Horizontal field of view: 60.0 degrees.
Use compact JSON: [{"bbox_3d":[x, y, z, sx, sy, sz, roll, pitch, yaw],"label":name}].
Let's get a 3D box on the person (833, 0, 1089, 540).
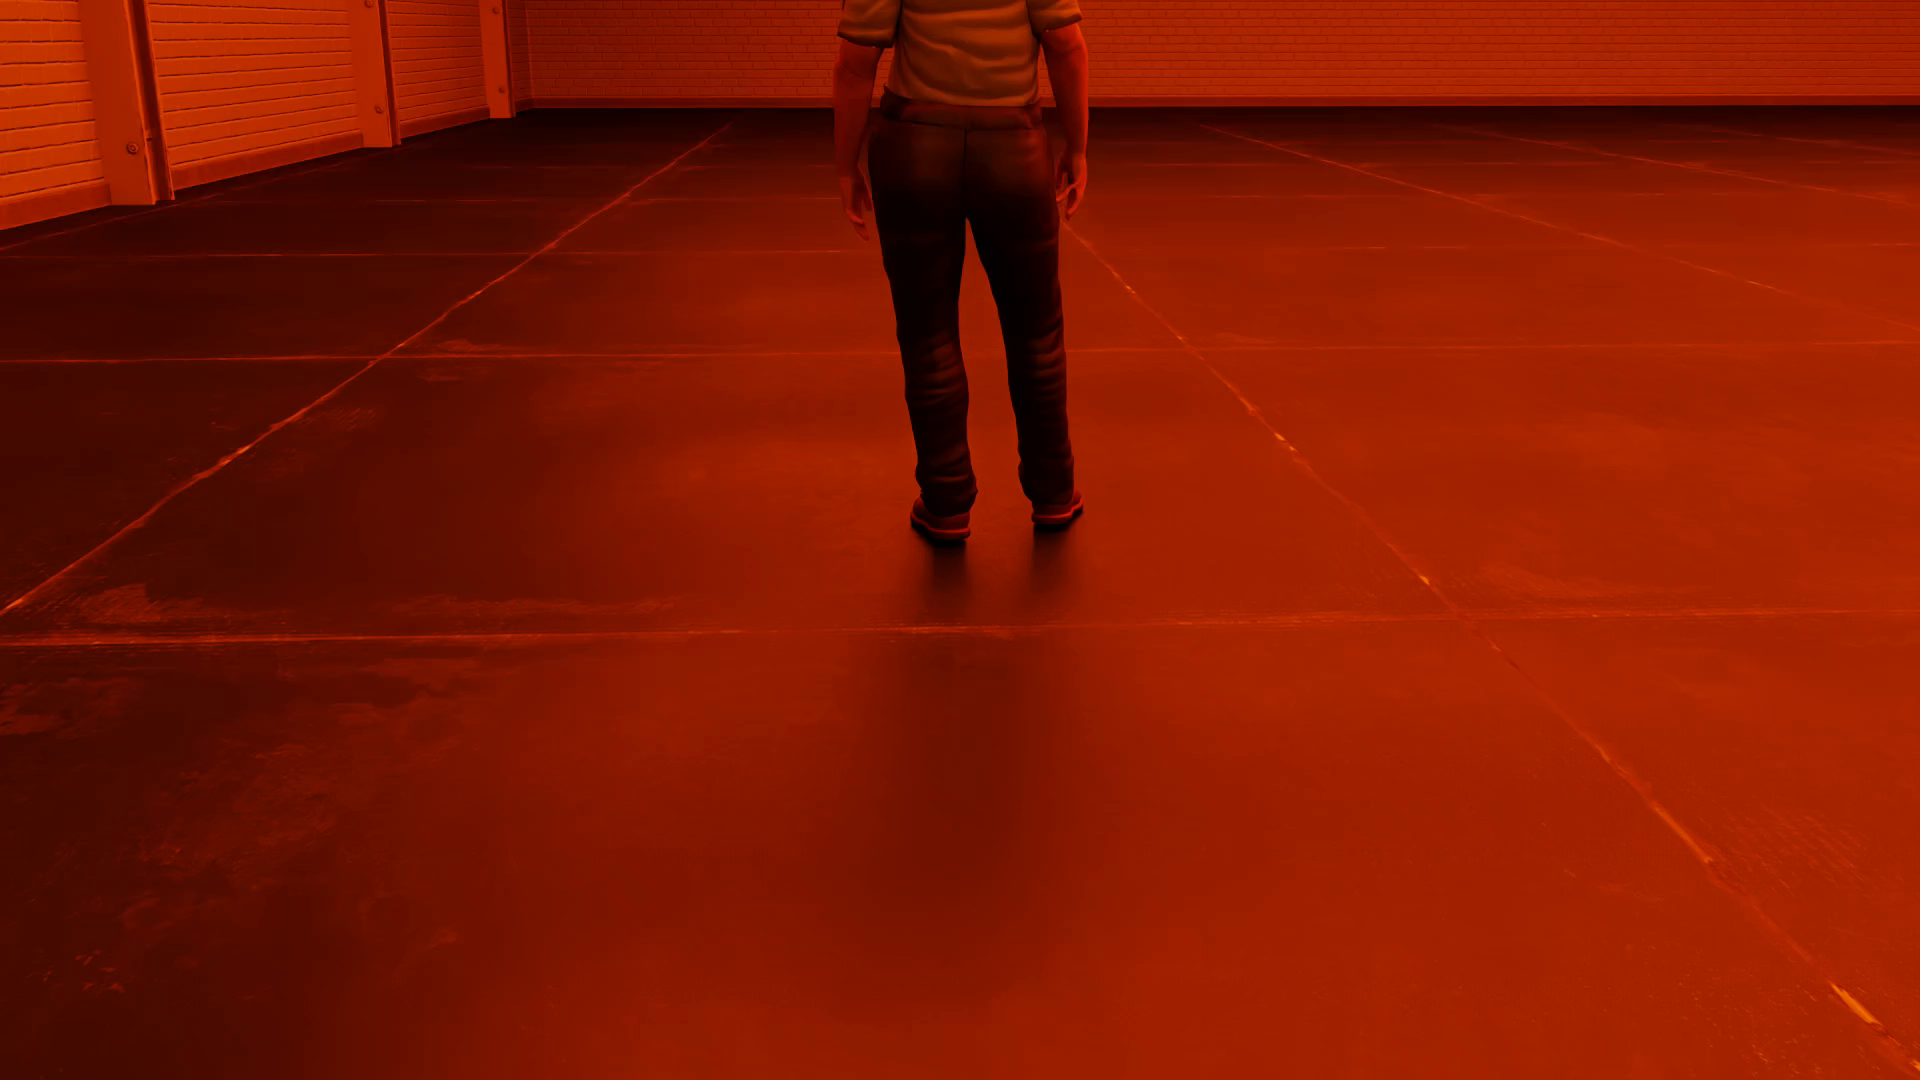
[{"bbox_3d":[0.019,-0.821,3.762,0.598,1.651,0.502,-1,17,-3],"label":"person"}]
